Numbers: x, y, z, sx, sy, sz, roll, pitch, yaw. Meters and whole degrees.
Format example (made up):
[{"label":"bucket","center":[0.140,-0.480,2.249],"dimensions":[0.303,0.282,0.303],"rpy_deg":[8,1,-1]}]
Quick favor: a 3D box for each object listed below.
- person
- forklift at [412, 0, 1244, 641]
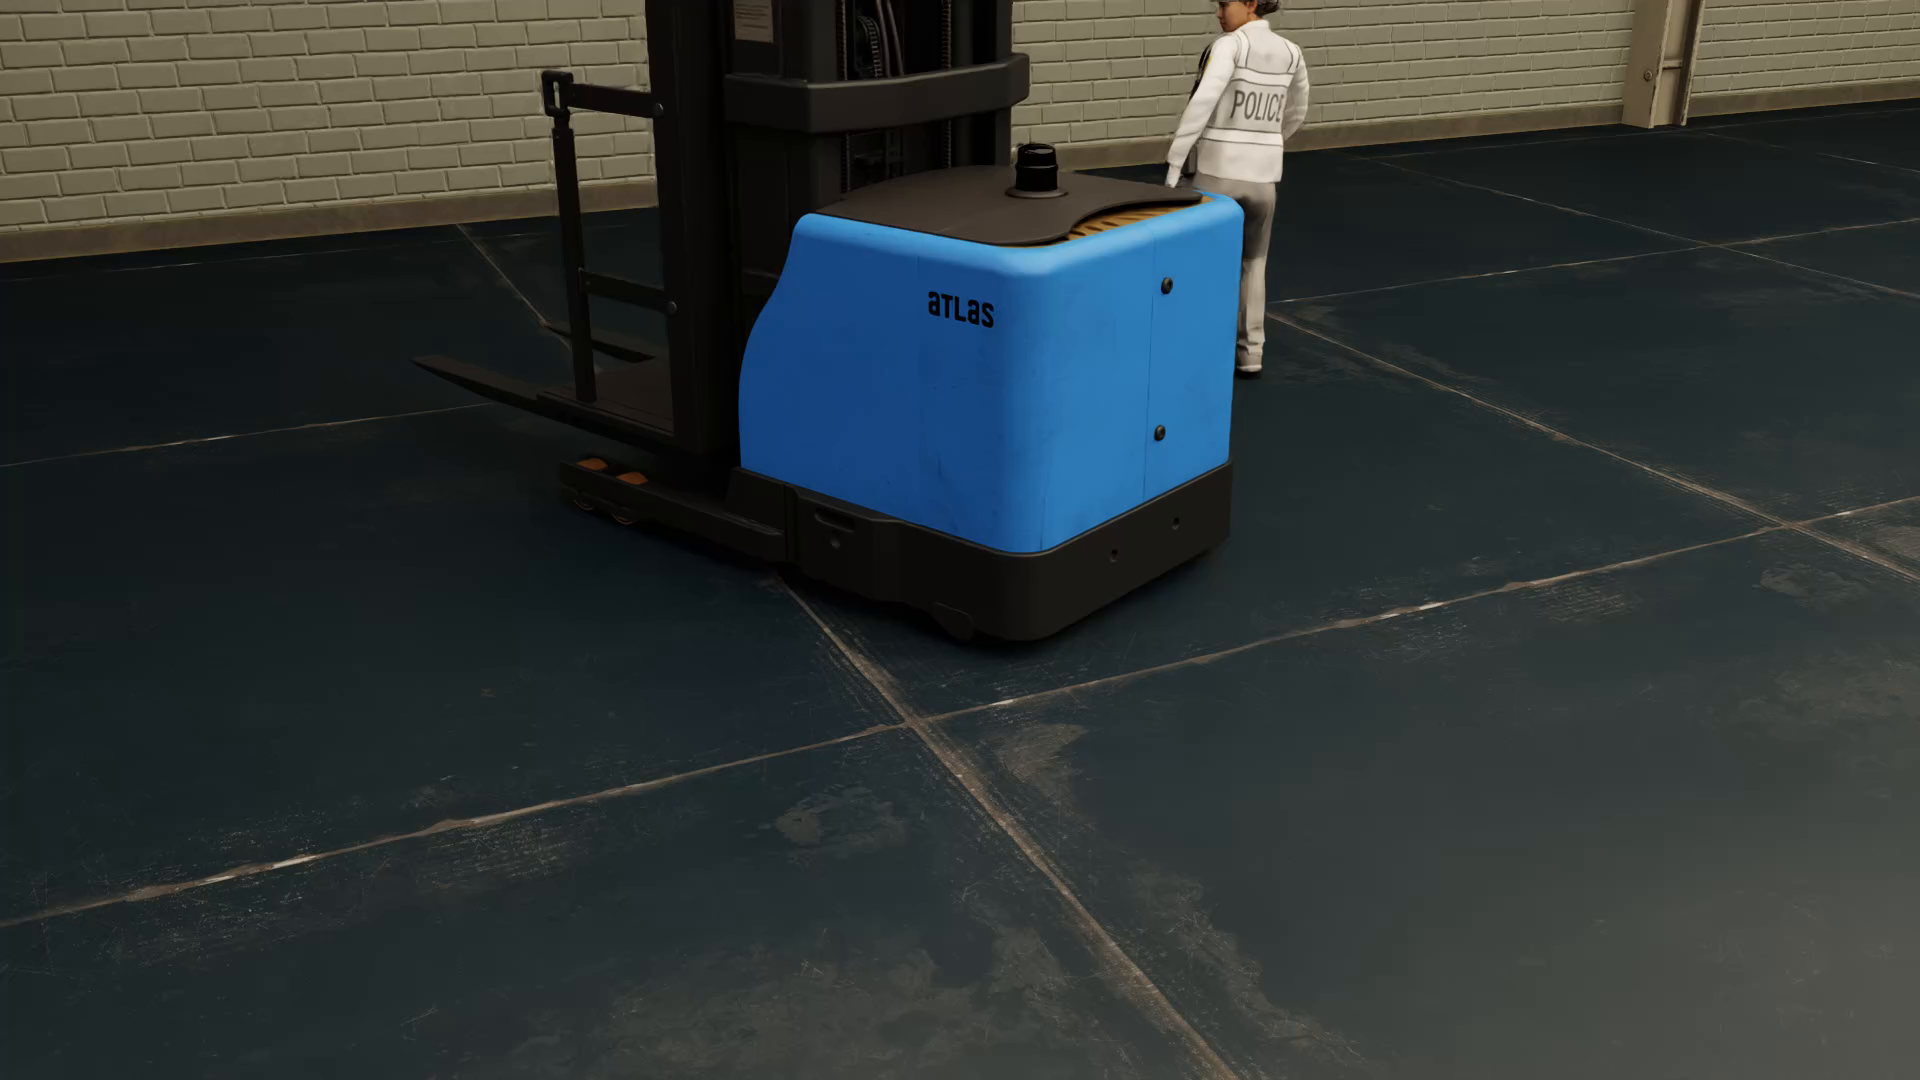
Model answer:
[{"label":"person","center":[1.035,-1.412,6.463],"dimensions":[0.703,1.581,0.615],"rpy_deg":[-6,23,-13]},{"label":"forklift","center":[-0.649,-1.537,4.986],"dimensions":[3.031,2.935,1.130],"rpy_deg":[18,29,37]}]
